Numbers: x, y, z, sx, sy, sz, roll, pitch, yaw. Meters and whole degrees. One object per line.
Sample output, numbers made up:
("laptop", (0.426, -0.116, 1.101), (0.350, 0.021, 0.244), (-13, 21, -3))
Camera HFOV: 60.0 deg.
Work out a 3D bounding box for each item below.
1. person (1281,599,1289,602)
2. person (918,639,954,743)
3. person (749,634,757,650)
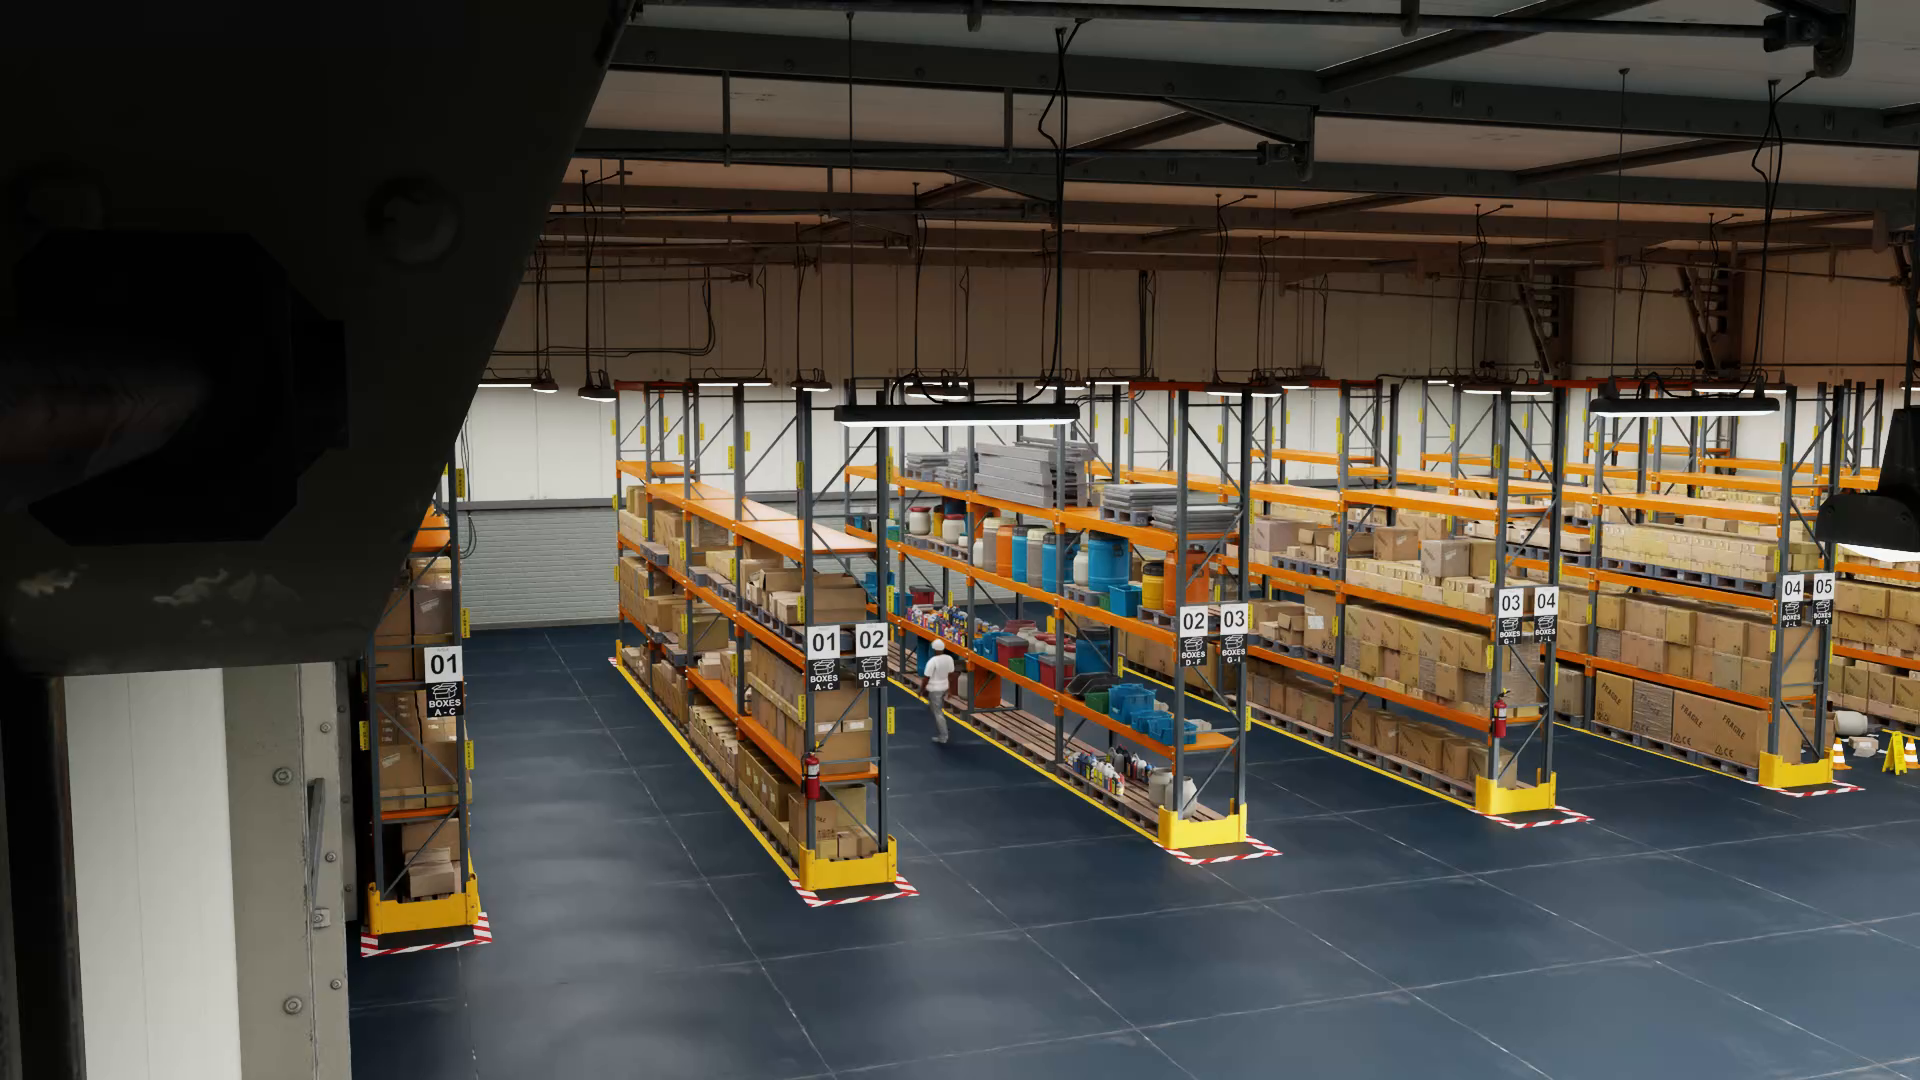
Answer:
("person", (6.501, 1.995, 33.585), (0.434, 1.614, 0.473), (1, 6, 8))
("person", (-0.424, 2.532, 27.774), (0.528, 1.805, 0.549), (3, 7, 27))
("person", (-4.197, 1.809, 34.879), (0.477, 1.657, 0.707), (-2, 6, -21))
